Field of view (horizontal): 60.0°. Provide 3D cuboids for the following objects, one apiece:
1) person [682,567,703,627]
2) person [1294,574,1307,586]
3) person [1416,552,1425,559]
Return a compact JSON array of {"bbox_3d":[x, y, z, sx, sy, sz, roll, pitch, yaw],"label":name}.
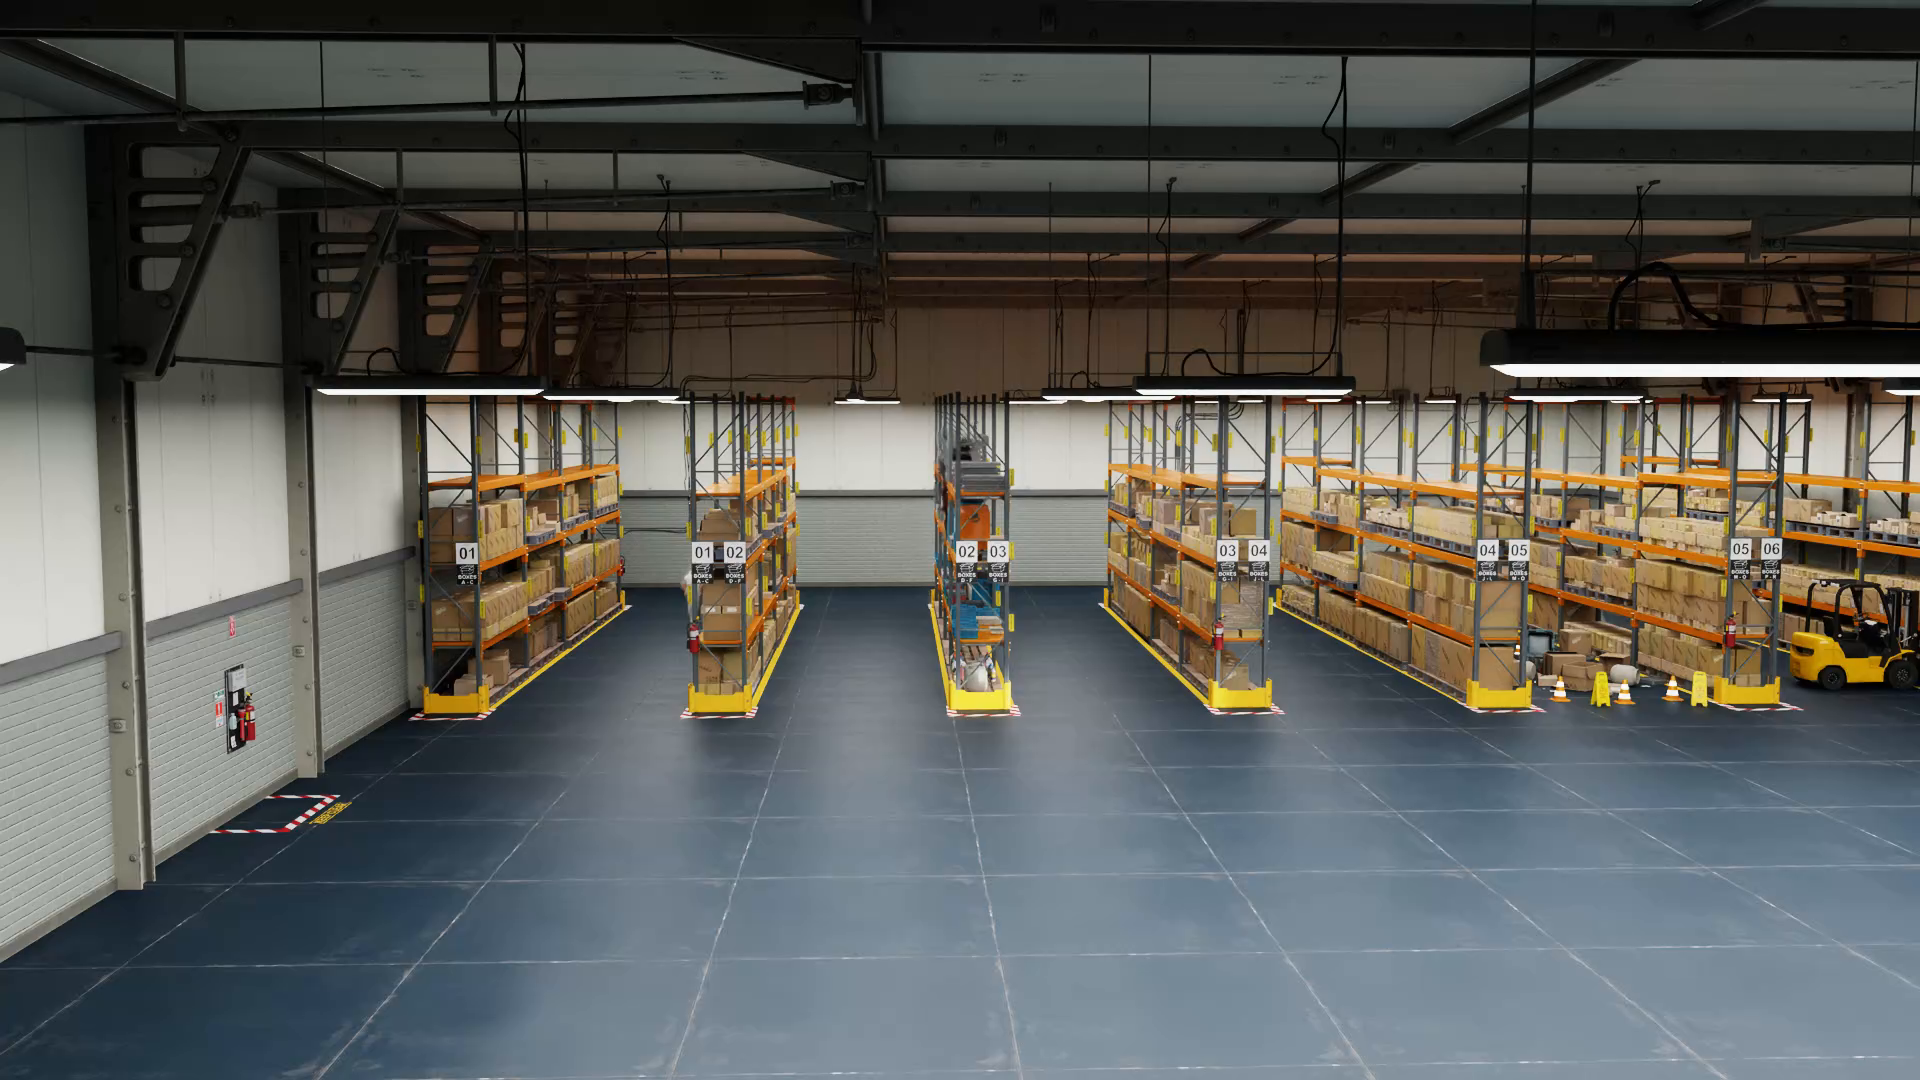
[{"bbox_3d":[-6.915,1.467,43.174,0.592,1.637,0.732,0,5,-6],"label":"person"},{"bbox_3d":[10.210,0.887,49.541,0.622,1.746,0.668,-2,5,-24],"label":"person"},{"bbox_3d":[13.565,0.918,49.557,0.569,1.682,0.651,-1,5,-18],"label":"person"}]
